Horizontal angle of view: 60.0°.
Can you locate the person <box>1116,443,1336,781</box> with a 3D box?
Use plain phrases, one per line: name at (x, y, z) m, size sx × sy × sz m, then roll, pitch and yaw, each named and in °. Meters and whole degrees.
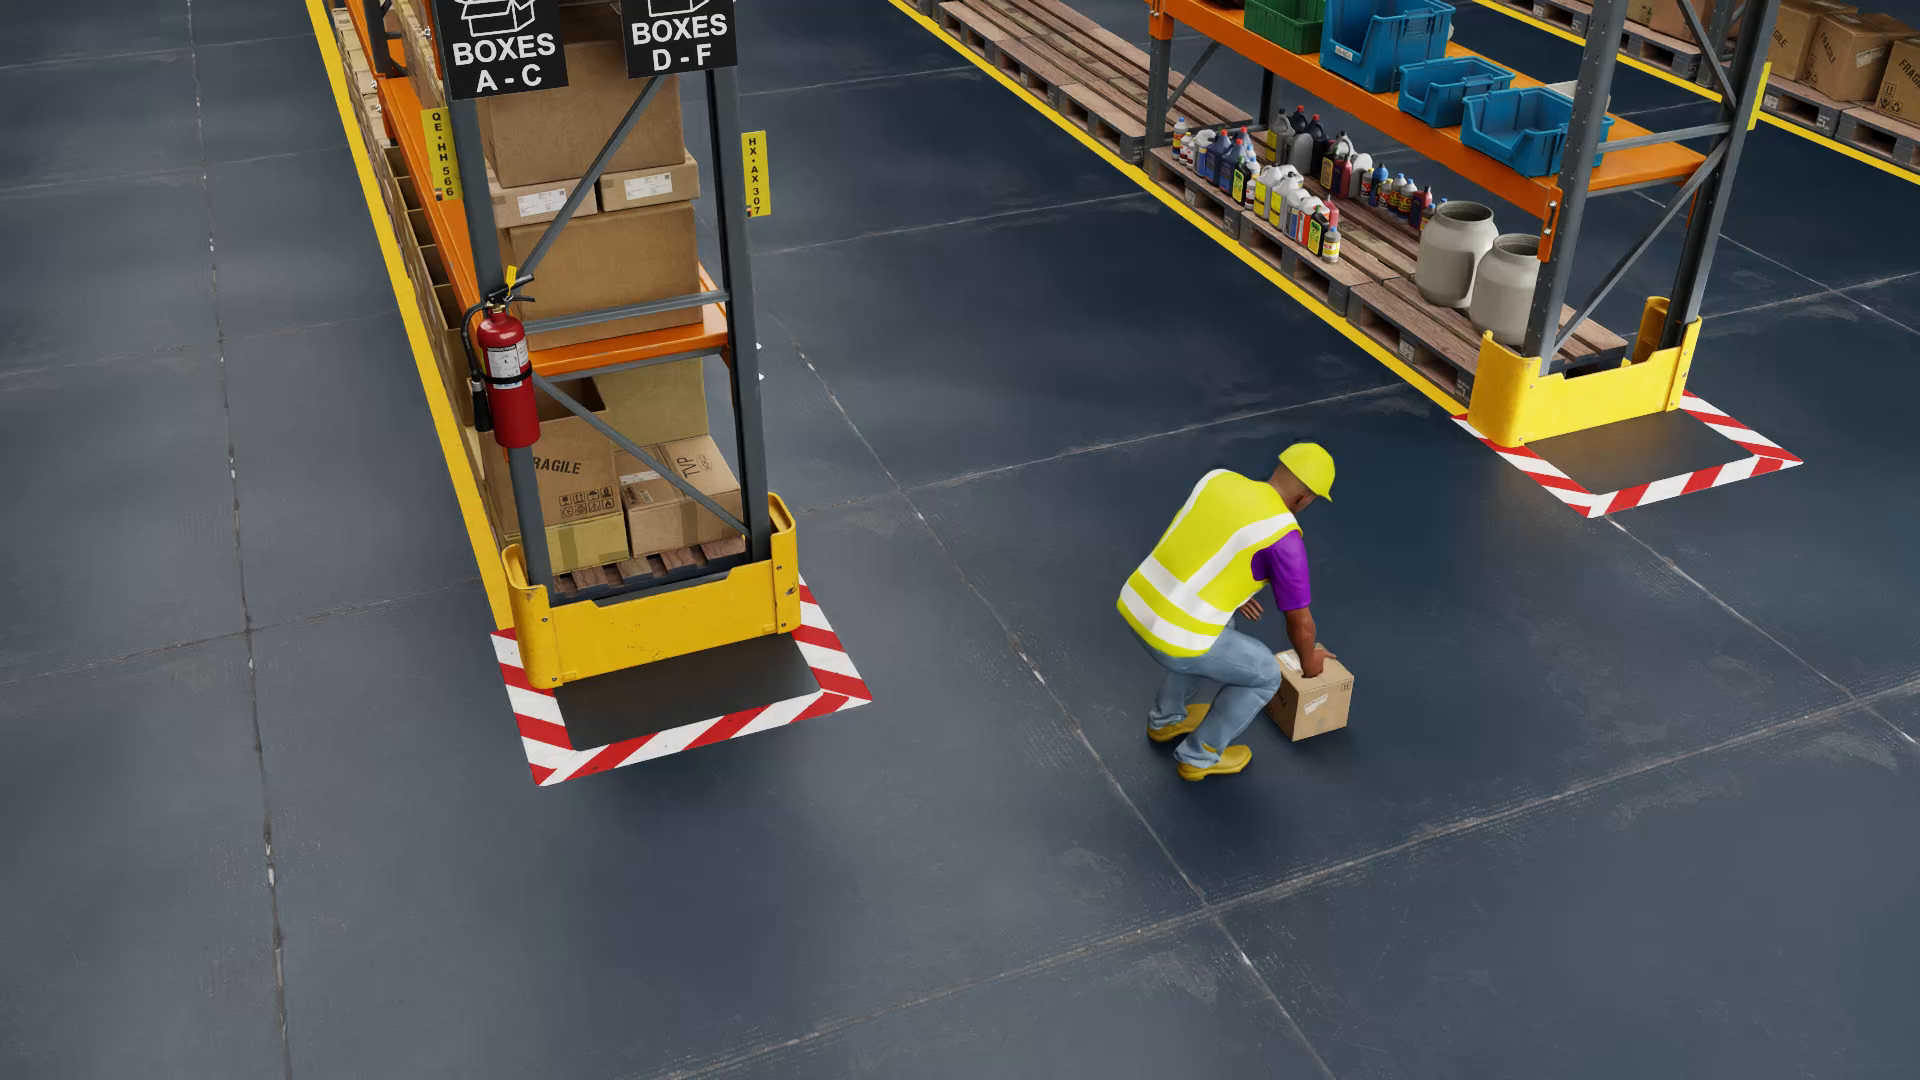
person at (0.981, 0.246, 6.213) m, size 0.828 × 1.253 × 0.625 m, roll -13°, pitch 35°, yaw -19°
